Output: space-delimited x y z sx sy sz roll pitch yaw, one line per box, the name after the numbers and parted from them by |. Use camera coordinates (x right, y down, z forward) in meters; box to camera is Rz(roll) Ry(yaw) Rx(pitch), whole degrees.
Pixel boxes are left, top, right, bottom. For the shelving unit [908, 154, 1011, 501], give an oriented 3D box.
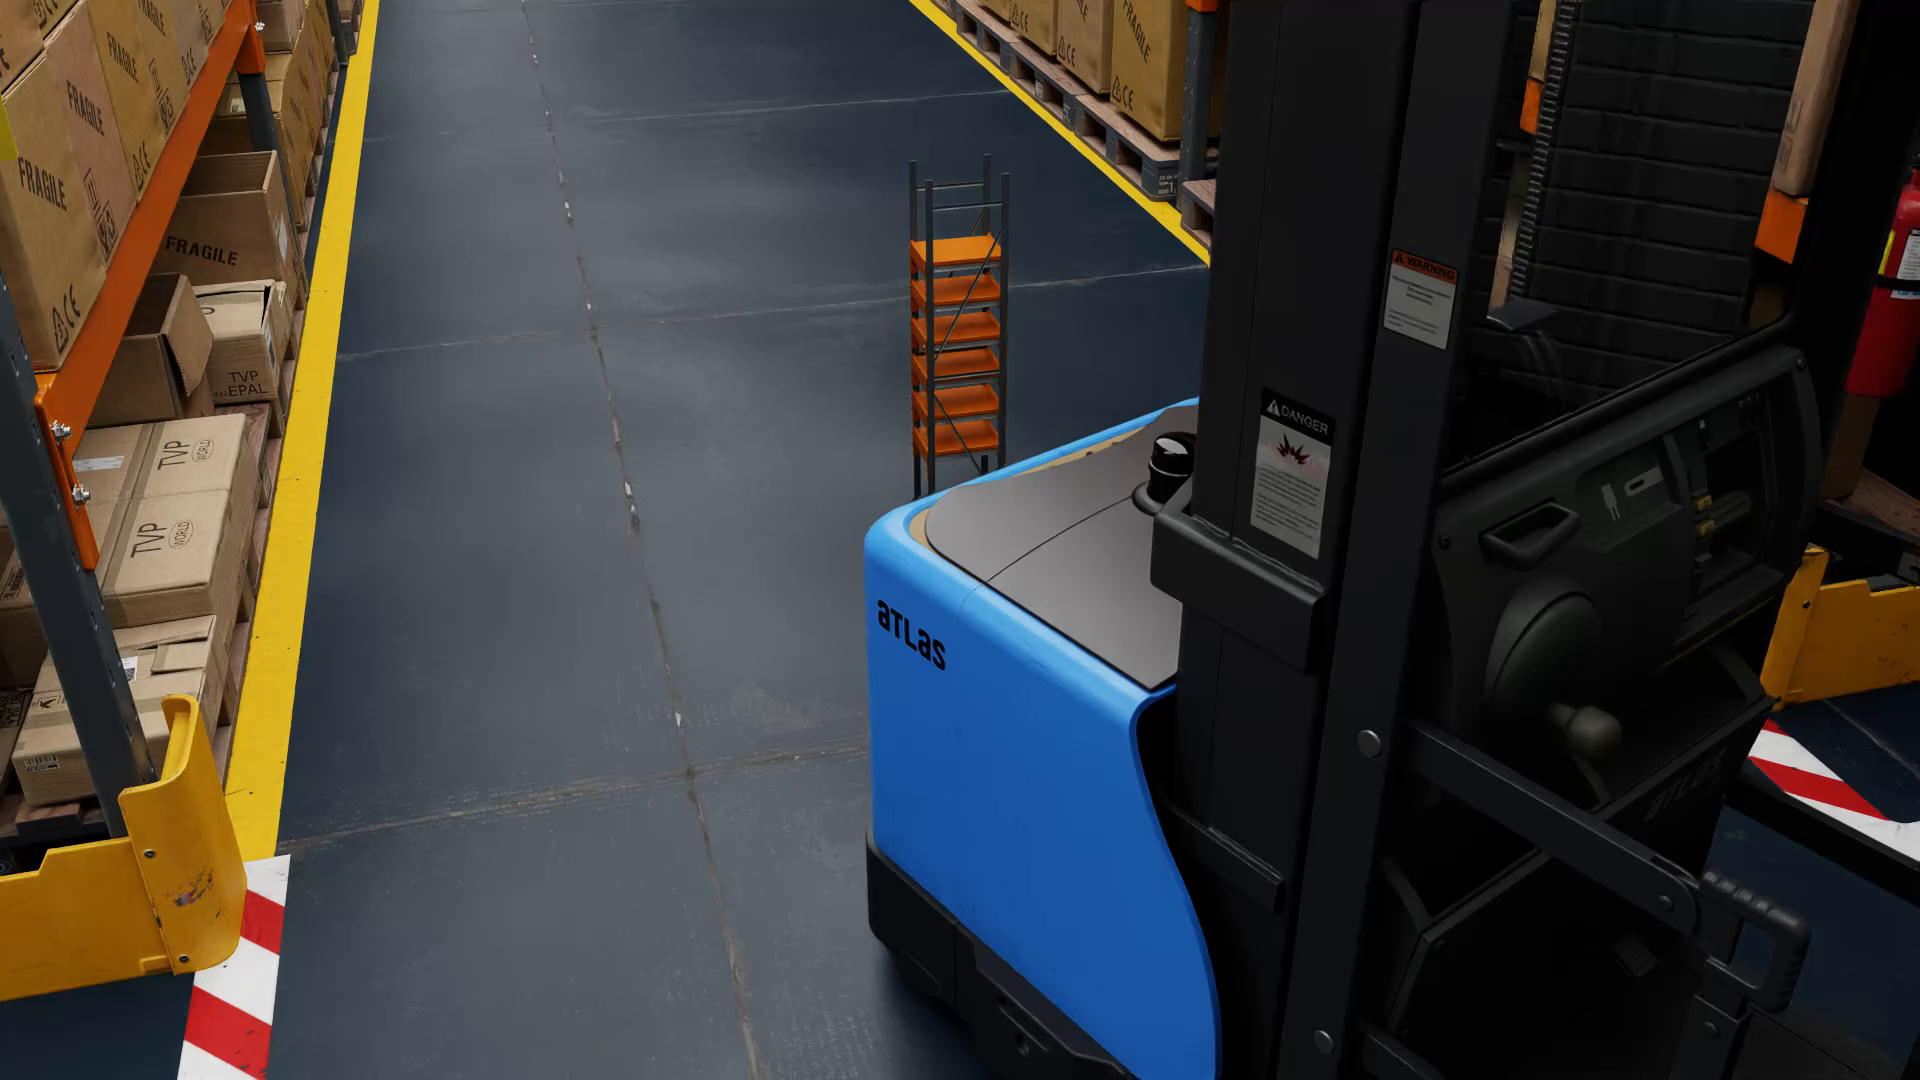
-0.004 -0.526 4.962 0.258 1.200 0.189 -8 31 -13 | shelving unit

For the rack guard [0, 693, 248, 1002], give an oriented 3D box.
-2.198 0.708 3.528 1.175 0.500 0.348 -8 31 -13 | rack guard

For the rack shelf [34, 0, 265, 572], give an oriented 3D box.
-2.708 -0.992 4.688 1.077 0.370 4.000 -8 31 -13 | rack shelf

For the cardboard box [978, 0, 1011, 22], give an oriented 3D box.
0.543 -3.740 10.445 0.750 0.750 0.750 -8 31 -14 | cardboard box

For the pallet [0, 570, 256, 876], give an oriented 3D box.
-2.410 0.448 4.266 1.003 0.211 1.213 -8 31 -13 | pallet

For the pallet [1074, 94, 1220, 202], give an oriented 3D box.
1.258 -2.085 8.642 1.003 0.211 1.213 -8 31 -13 | pallet

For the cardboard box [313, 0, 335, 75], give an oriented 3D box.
-3.826 -2.889 9.303 0.500 0.500 0.500 -7 31 -11 | cardboard box

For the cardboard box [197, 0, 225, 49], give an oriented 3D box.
-2.721 -1.856 5.363 0.500 0.500 0.500 -7 31 -12 | cardboard box

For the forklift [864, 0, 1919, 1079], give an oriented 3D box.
1.107 0.049 2.239 1.130 2.935 3.031 -22 36 -33 | forklift

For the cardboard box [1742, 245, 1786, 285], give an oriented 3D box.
2.406 -0.914 5.263 0.380 0.149 0.250 -8 31 -13 | cardboard box

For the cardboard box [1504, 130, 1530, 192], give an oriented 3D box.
2.136 -1.404 6.110 0.380 0.149 0.250 -8 31 -14 | cardboard box

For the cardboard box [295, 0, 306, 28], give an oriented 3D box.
-3.532 -2.694 8.217 0.500 0.250 0.500 -8 31 -14 | cardboard box

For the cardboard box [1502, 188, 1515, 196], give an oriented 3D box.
1.900 -1.164 6.342 0.700 0.500 0.500 -7 31 -12 | cardboard box

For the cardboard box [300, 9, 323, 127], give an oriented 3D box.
-3.544 -2.387 8.435 0.500 0.500 0.500 -9 31 -15 | cardboard box

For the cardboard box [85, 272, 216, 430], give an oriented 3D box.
-2.735 -0.473 5.125 0.797 0.503 0.637 -8 31 -13 | cardboard box

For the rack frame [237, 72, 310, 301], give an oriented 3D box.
-3.239 -2.269 6.176 1.000 3.000 0.127 -8 31 -13 | rack frame

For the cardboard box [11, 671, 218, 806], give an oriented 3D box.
-1.957 0.458 3.871 0.380 0.149 0.250 -8 31 -13 | cardboard box

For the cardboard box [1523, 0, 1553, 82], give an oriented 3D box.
2.249 -1.722 4.932 0.980 0.700 0.700 -8 31 -14 | cardboard box

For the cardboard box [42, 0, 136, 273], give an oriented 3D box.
-2.183 -0.878 3.674 0.500 0.500 0.500 -8 31 -14 | cardboard box

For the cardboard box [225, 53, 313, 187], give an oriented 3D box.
-3.285 -1.900 7.594 0.500 0.500 0.500 -7 31 -13 | cardboard box

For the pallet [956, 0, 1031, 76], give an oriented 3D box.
0.611 -3.264 10.678 1.003 0.211 1.213 -8 31 -13 | pallet

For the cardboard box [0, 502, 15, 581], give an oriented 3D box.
-2.782 -0.030 4.614 0.500 0.250 0.500 -8 31 -13 | cardboard box

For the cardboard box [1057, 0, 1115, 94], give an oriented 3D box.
0.999 -2.907 9.004 0.750 0.750 0.750 -7 31 -12 | cardboard box

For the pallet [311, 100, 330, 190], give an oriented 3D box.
-3.819 -2.040 8.565 1.003 0.211 1.213 -8 31 -13 | pallet

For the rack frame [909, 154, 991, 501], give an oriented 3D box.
-0.028 -0.570 5.038 0.240 1.200 0.006 -8 31 -13 | rack frame

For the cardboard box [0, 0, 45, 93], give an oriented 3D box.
-2.041 -1.063 2.994 0.500 0.500 0.500 -7 31 -12 | cardboard box

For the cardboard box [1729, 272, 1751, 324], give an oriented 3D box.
2.106 -0.741 4.964 0.380 0.149 0.250 -8 31 -14 | cardboard box

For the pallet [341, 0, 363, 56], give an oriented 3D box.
-4.482 -3.397 10.908 1.003 0.211 1.213 -8 31 -13 | pallet

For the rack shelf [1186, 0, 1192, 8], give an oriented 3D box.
1.005 -3.584 9.166 1.077 0.370 4.000 -8 31 -13 | rack shelf

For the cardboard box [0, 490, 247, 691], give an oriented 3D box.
-2.181 0.120 4.353 0.500 0.250 0.500 -8 31 -13 | cardboard box

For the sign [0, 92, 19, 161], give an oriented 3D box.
-1.654 -0.784 2.746 0.100 0.325 0.005 -8 31 -13 | sign

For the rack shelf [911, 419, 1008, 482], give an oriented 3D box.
-0.004 -0.280 5.104 0.258 0.103 0.180 -8 31 -13 | rack shelf

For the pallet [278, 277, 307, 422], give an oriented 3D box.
-3.058 -0.730 6.302 1.003 0.211 1.213 -8 31 -13 | pallet

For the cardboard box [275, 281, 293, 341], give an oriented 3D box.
-2.657 -0.815 6.071 0.380 0.149 0.250 -8 31 -13 | cardboard box

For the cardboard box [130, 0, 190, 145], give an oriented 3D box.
-2.444 -1.363 4.510 0.500 0.500 0.500 -7 31 -13 | cardboard box

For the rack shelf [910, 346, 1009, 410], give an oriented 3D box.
-0.004 -0.488 4.984 0.258 0.103 0.180 -8 31 -13 | rack shelf

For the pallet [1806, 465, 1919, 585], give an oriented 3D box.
2.310 -0.167 5.327 1.003 0.211 1.213 -8 31 -13 | pallet

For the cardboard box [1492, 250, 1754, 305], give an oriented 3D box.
2.183 -0.664 5.479 0.700 0.500 0.500 -8 31 -13 | cardboard box

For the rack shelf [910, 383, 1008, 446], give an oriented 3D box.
-0.004 -0.384 5.044 0.258 0.103 0.180 -8 31 -13 | rack shelf

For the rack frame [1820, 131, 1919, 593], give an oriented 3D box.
2.598 -0.998 3.980 1.000 3.000 0.127 -8 31 -13 | rack frame

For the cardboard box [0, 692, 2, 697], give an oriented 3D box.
-2.559 0.324 3.752 0.500 0.500 0.500 -8 31 -13 | cardboard box
